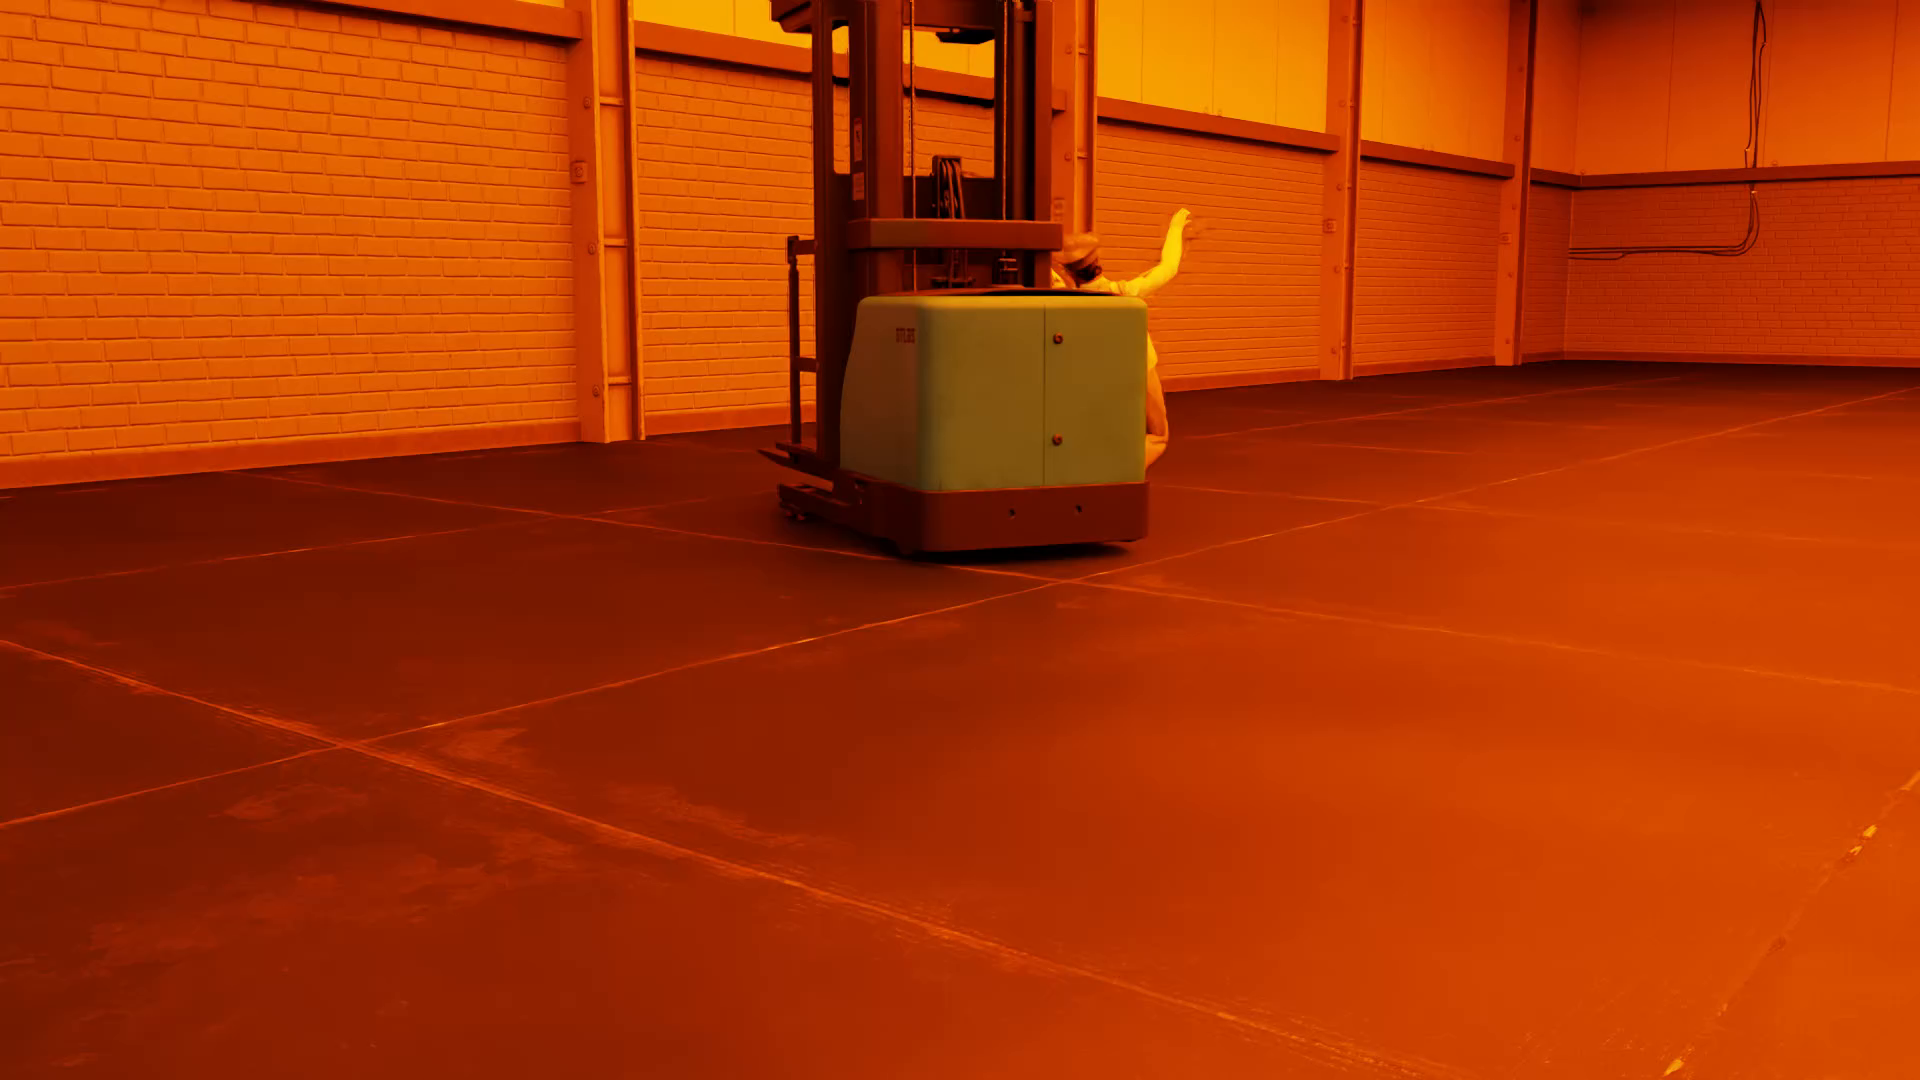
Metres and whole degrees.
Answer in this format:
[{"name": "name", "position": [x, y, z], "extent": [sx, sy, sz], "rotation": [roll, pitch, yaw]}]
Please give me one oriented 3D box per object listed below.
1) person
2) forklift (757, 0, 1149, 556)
[{"name": "person", "position": [0.688, -0.953, 8.624], "extent": [0.874, 1.533, 0.764], "rotation": [4, 9, 25]}, {"name": "forklift", "position": [-0.244, -1.559, 7.937], "extent": [1.130, 2.935, 3.031], "rotation": [-3, 9, -23]}]
